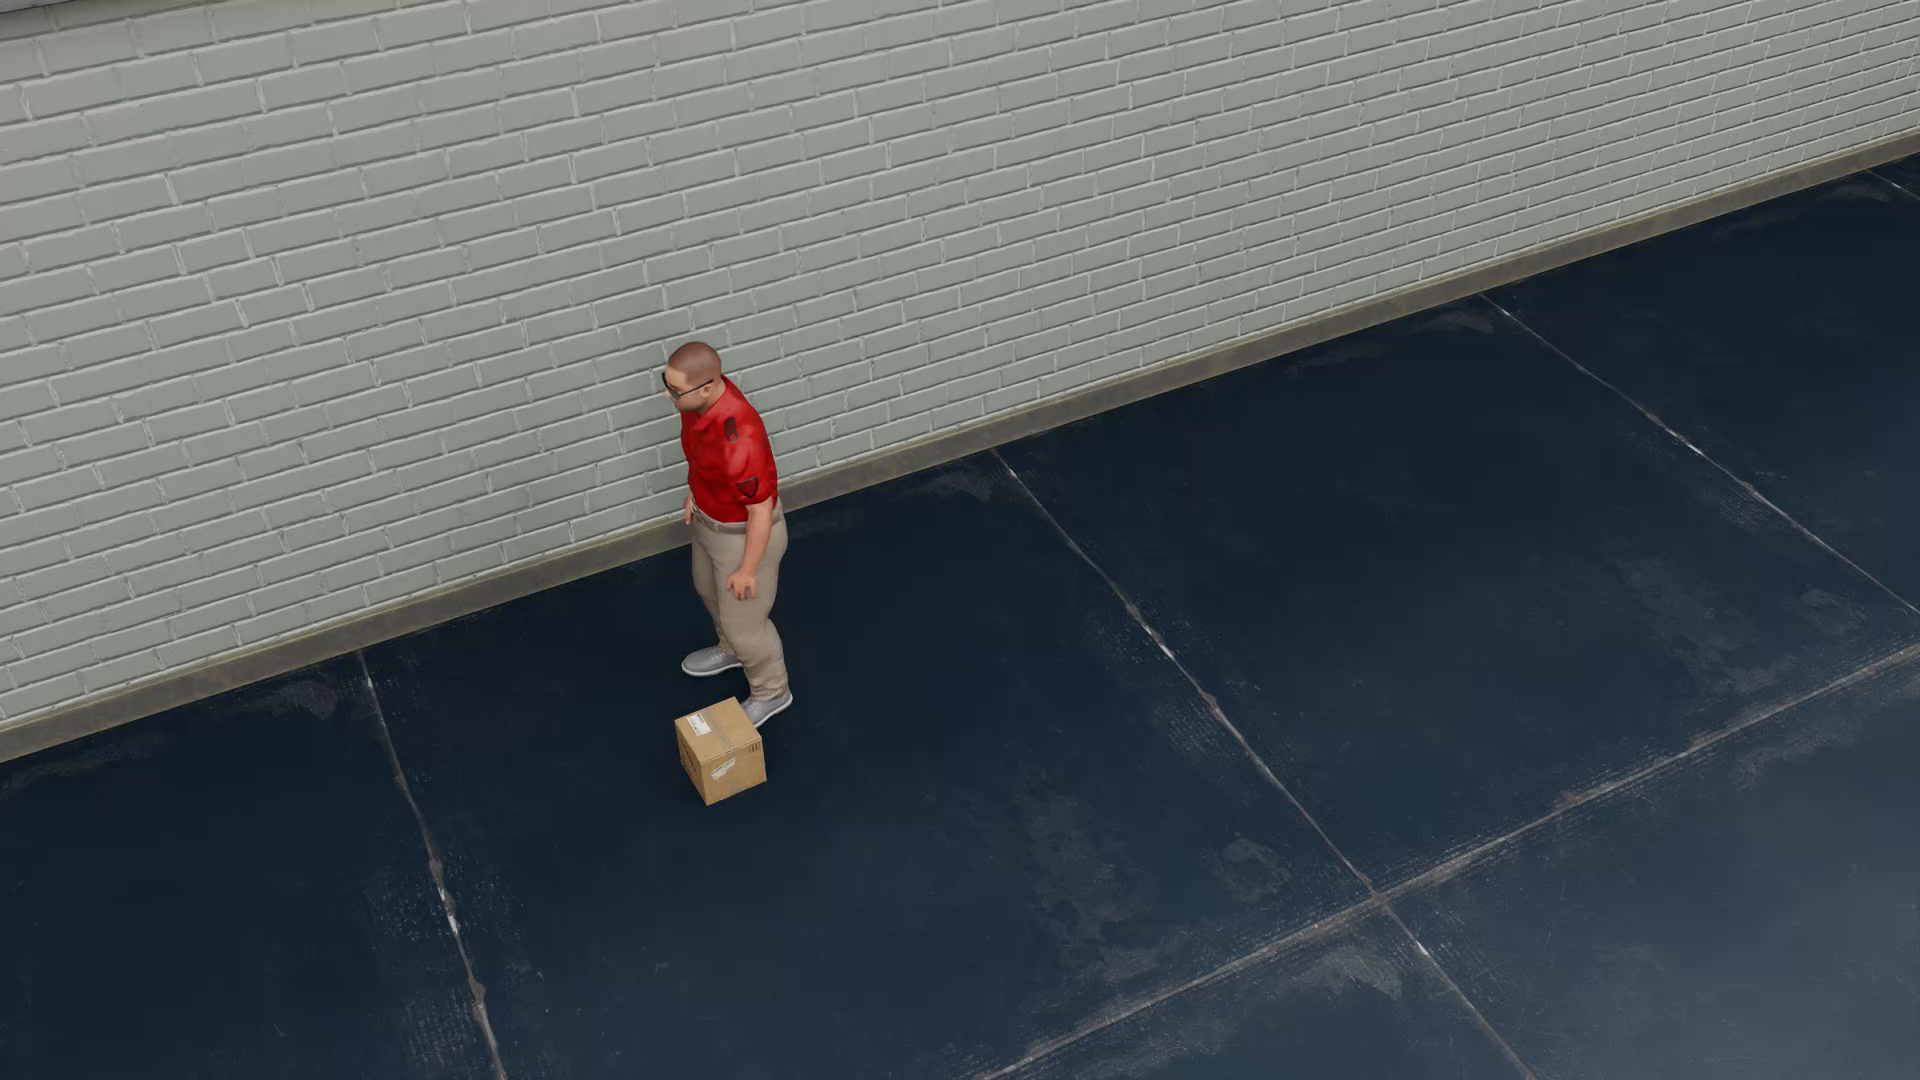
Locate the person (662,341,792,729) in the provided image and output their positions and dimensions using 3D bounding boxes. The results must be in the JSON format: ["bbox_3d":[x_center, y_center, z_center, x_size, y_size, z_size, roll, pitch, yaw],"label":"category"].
[{"bbox_3d":[-0.863,-0.030,6.202,0.391,1.727,0.585,-19,44,-20],"label":"person"}]
